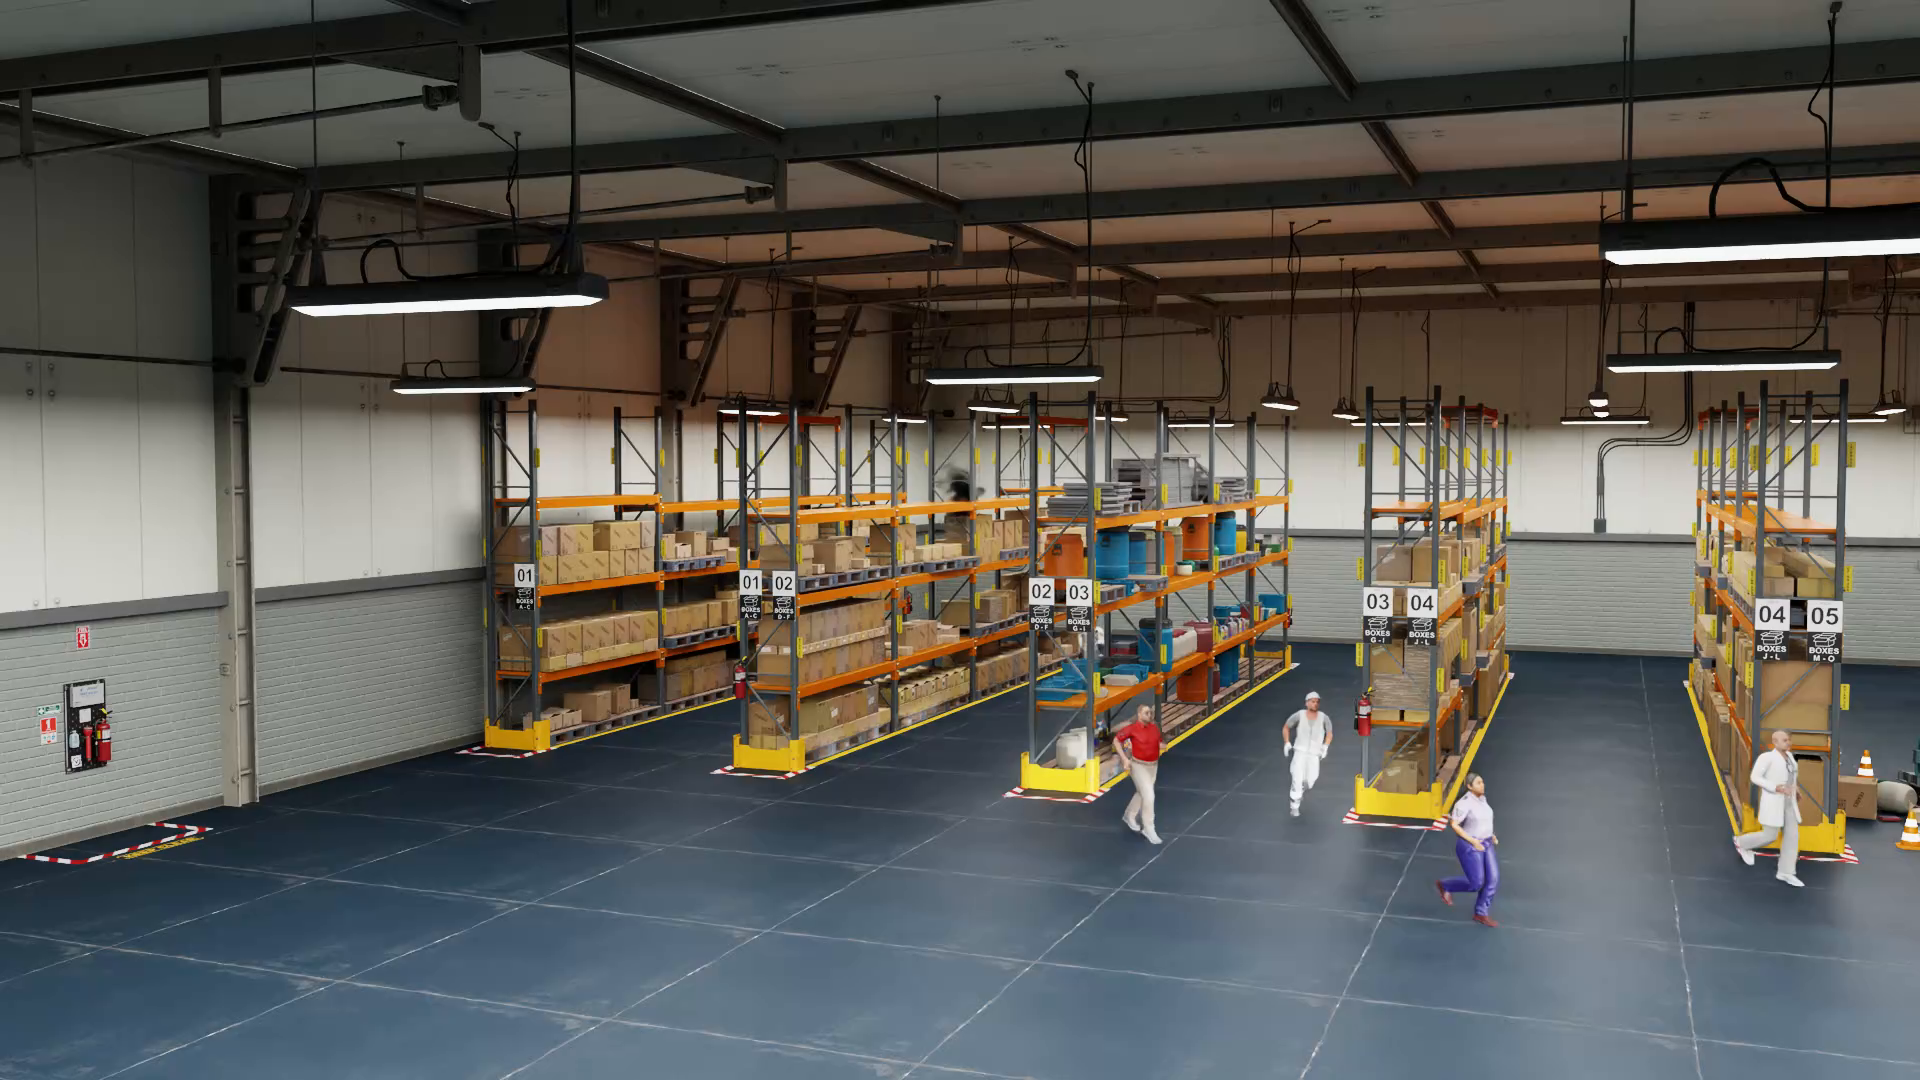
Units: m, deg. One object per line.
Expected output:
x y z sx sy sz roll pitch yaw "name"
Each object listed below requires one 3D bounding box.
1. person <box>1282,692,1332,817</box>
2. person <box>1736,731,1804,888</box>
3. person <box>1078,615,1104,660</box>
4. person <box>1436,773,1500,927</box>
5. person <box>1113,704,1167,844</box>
4.893 2.995 23.420 0.698 1.734 0.631 0 3 7 "person"
9.723 3.198 19.790 0.722 1.693 0.982 -1 3 -17 "person"
2.801 2.395 35.666 0.586 1.666 0.633 1 3 10 "person"
5.529 3.323 17.993 0.608 1.623 0.685 -2 4 -40 "person"
2.409 3.057 21.894 0.642 1.788 0.826 -3 4 -43 "person"
